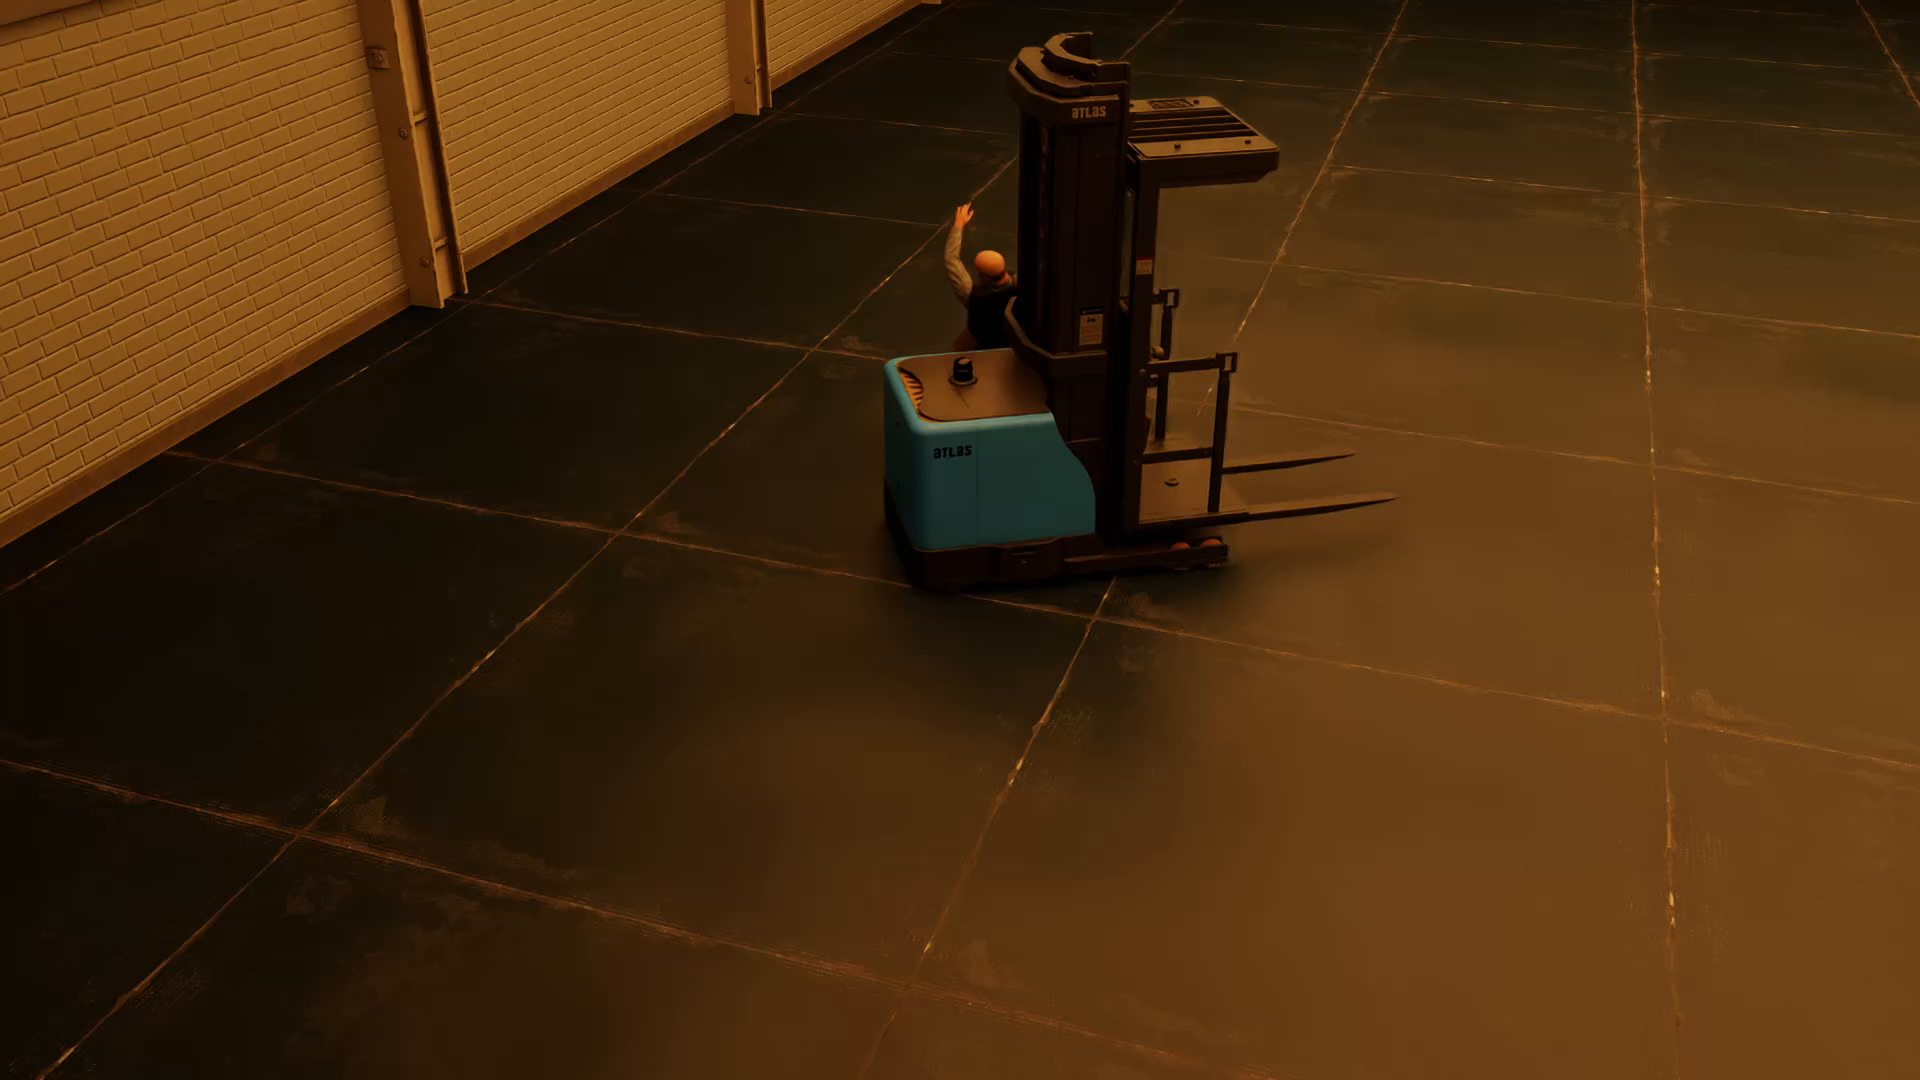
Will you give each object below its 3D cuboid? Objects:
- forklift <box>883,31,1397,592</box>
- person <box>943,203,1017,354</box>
[{"bbox_3d":[1.107,-1.340,9.487,3.031,2.935,1.130,-6,30,-11],"label":"forklift"},{"bbox_3d":[0.393,-1.402,10.938,1.046,1.549,0.665,-9,31,-15],"label":"person"}]
